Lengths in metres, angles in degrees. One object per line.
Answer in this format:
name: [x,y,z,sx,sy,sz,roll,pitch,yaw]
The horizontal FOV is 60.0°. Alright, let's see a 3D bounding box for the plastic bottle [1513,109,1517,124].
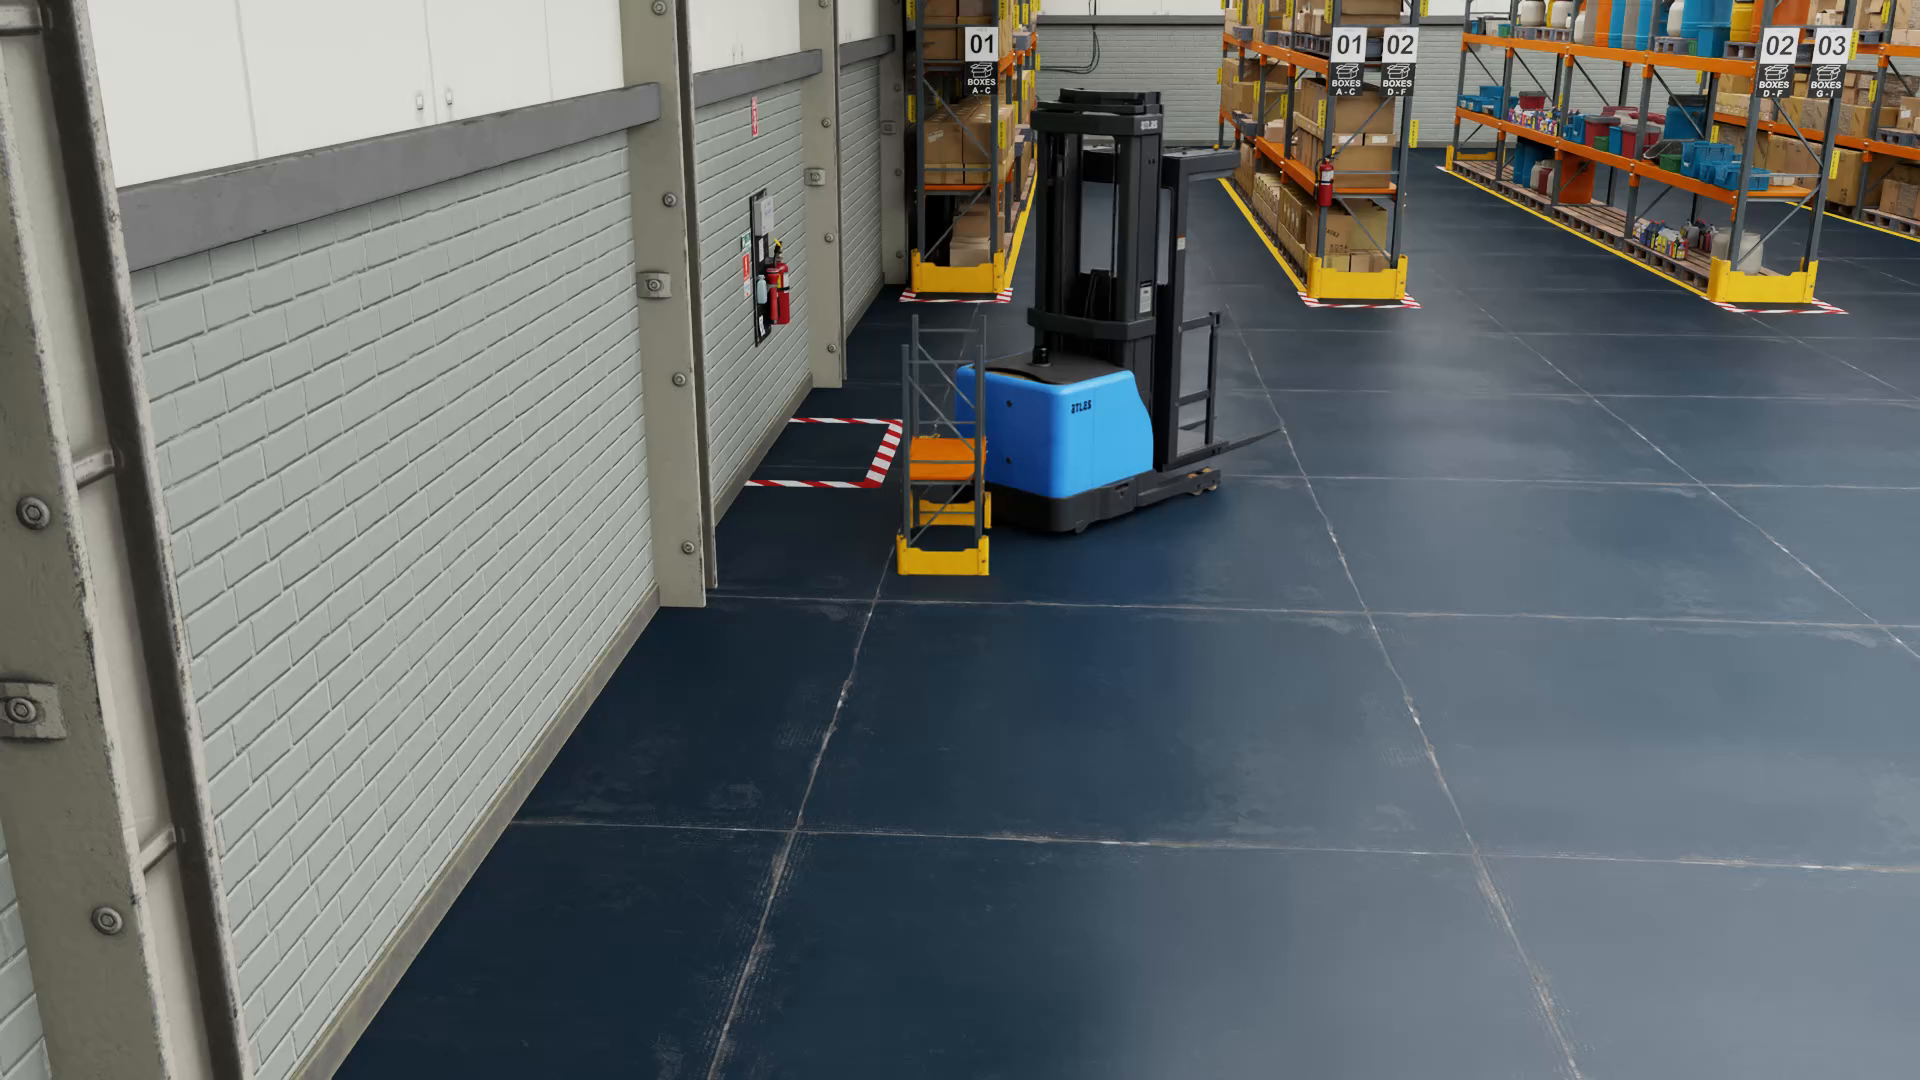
plastic bottle: [10.251,-7.802,30.624,0.097,0.271,0.097,0,18,0]

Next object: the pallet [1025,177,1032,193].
pallet: [0.847,-6.730,31.624,1.003,0.211,1.213,1,18,4]

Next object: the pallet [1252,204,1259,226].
pallet: [5.384,-5.365,27.458,1.003,0.211,1.213,1,18,4]

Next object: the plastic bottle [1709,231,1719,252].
plastic bottle: [10.324,-4.089,22.753,0.152,0.276,0.135,2,18,5]

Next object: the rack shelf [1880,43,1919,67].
rack shelf: [15.219,-7.185,24.872,1.077,0.370,4.000,1,18,4]

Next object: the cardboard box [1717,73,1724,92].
cardboard box: [15.597,-9.336,33.656,0.500,0.500,0.500,1,18,3]

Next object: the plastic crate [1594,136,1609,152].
plastic crate: [9.979,-6.038,25.372,0.450,0.188,0.662,1,18,4]

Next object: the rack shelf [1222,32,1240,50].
rack shelf: [5.912,-9.892,33.133,1.077,0.370,4.000,1,18,4]

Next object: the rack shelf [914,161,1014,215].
rack shelf: [0.111,-4.849,22.560,1.077,0.370,4.000,1,18,4]

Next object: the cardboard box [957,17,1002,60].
cardboard box: [0.241,-6.151,20.367,0.500,0.500,0.500,2,18,5]

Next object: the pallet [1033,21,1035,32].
pallet: [0.987,-10.312,33.402,1.003,0.211,1.213,1,18,4]

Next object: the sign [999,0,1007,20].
sign: [0.509,-6.399,19.913,0.100,0.325,0.005,1,18,4]

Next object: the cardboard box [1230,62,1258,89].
cardboard box: [5.617,-9.189,32.882,0.500,0.500,0.500,1,18,4]

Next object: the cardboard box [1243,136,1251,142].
cardboard box: [6.262,-8.277,35.173,0.500,0.500,0.500,1,18,4]

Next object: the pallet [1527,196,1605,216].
pallet: [10.437,-5.754,28.645,1.003,0.211,1.213,1,18,4]

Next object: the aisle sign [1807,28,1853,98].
aisle sign: [10.136,-5.555,19.385,0.394,0.787,0.004,1,18,4]

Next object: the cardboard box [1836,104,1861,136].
cardboard box: [15.192,-7.084,28.064,0.500,0.500,0.500,1,18,3]

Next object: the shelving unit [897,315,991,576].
shelving unit: [-0.094,-0.650,10.999,0.587,1.500,1.083,1,18,2]

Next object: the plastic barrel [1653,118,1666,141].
plastic barrel: [10.423,-5.948,24.540,0.433,0.535,0.433,0,18,0]

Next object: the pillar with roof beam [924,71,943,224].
pillar with roof beam: [3.879,-9.425,25.735,9.100,9.000,0.400,1,18,4]

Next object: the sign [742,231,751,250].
sign: [-1.624,-2.277,12.647,0.001,0.109,0.331,1,18,4]

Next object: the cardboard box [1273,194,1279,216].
cardboard box: [4.938,-4.994,24.689,0.500,0.311,0.500,1,18,4]

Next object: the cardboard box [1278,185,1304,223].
cardboard box: [4.850,-4.815,23.838,0.500,0.500,0.500,1,18,4]

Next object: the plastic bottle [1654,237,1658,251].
plastic bottle: [9.607,-4.083,22.854,0.097,0.201,0.097,0,18,0]

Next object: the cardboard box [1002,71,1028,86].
cardboard box: [1.003,-8.542,30.801,0.500,0.250,0.500,2,18,5]

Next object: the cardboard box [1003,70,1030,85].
cardboard box: [1.049,-8.701,31.285,0.500,0.250,0.500,2,18,5]

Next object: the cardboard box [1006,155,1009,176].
cardboard box: [0.384,-4.972,21.989,0.500,0.250,0.500,1,18,3]

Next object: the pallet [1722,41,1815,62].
pallet: [10.006,-5.939,20.218,1.003,0.211,1.213,1,18,4]

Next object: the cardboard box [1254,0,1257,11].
cardboard box: [5.634,-9.545,29.922,0.600,0.600,0.600,1,18,3]

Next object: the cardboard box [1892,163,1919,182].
cardboard box: [15.344,-5.892,26.690,0.500,0.250,0.500,2,18,6]

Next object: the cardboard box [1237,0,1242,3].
cardboard box: [5.857,-10.754,32.841,0.700,0.500,0.500,1,18,4]

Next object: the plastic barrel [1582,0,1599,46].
plastic barrel: [10.147,-8.247,26.152,0.600,0.901,0.600,0,18,0]

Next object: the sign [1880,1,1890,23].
sign: [14.810,-8.447,26.609,0.100,0.325,0.005,1,18,4]

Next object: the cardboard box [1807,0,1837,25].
cardboard box: [15.618,-9.457,29.816,0.700,0.500,0.500,2,18,5]

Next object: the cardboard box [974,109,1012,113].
cardboard box: [0.452,-5.642,22.828,0.500,0.500,0.500,1,18,2]

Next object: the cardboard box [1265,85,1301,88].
cardboard box: [5.704,-7.885,29.833,0.700,0.500,0.500,-3,18,-10]

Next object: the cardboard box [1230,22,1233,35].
cardboard box: [5.653,-10.164,33.049,0.500,0.250,0.500,1,18,4]

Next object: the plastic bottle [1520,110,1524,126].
plastic bottle: [10.194,-7.640,30.110,0.061,0.283,0.133,1,18,4]

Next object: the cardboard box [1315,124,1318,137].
cardboard box: [4.837,-5.341,21.705,0.380,0.149,0.250,2,18,5]

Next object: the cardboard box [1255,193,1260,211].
cardboard box: [5.116,-5.526,27.211,0.500,0.250,0.500,1,18,2]

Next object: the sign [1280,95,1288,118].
sign: [4.653,-6.225,23.870,0.100,0.325,0.005,1,18,4]

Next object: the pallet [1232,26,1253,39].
pallet: [5.652,-9.323,30.542,1.213,0.211,1.003,1,18,4]

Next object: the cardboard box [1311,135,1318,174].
cardboard box: [5.063,-5.134,22.112,0.700,0.500,0.500,2,18,6]

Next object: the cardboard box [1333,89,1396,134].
cardboard box: [4.959,-5.286,20.493,0.700,0.500,0.500,1,18,4]

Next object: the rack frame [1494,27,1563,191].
rack frame: [10.709,-8.076,31.252,1.000,3.000,0.127,1,18,4]

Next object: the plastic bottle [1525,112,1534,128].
plastic bottle: [10.213,-7.522,29.761,0.152,0.276,0.135,1,18,4]

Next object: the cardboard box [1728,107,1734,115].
cardboard box: [15.473,-8.508,32.973,0.380,0.149,0.250,1,18,3]

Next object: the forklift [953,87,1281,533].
forklift: [1.325,-1.819,12.268,1.130,2.935,3.031,16,24,41]

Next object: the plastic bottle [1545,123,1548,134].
plastic bottle: [10.090,-7.072,28.508,0.097,0.201,0.097,0,18,0]

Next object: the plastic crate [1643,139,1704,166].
plastic crate: [9.971,-5.402,23.191,0.767,0.338,0.504,1,18,4]

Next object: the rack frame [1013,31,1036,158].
rack frame: [1.114,-9.539,35.718,1.000,3.000,0.127,1,18,4]
